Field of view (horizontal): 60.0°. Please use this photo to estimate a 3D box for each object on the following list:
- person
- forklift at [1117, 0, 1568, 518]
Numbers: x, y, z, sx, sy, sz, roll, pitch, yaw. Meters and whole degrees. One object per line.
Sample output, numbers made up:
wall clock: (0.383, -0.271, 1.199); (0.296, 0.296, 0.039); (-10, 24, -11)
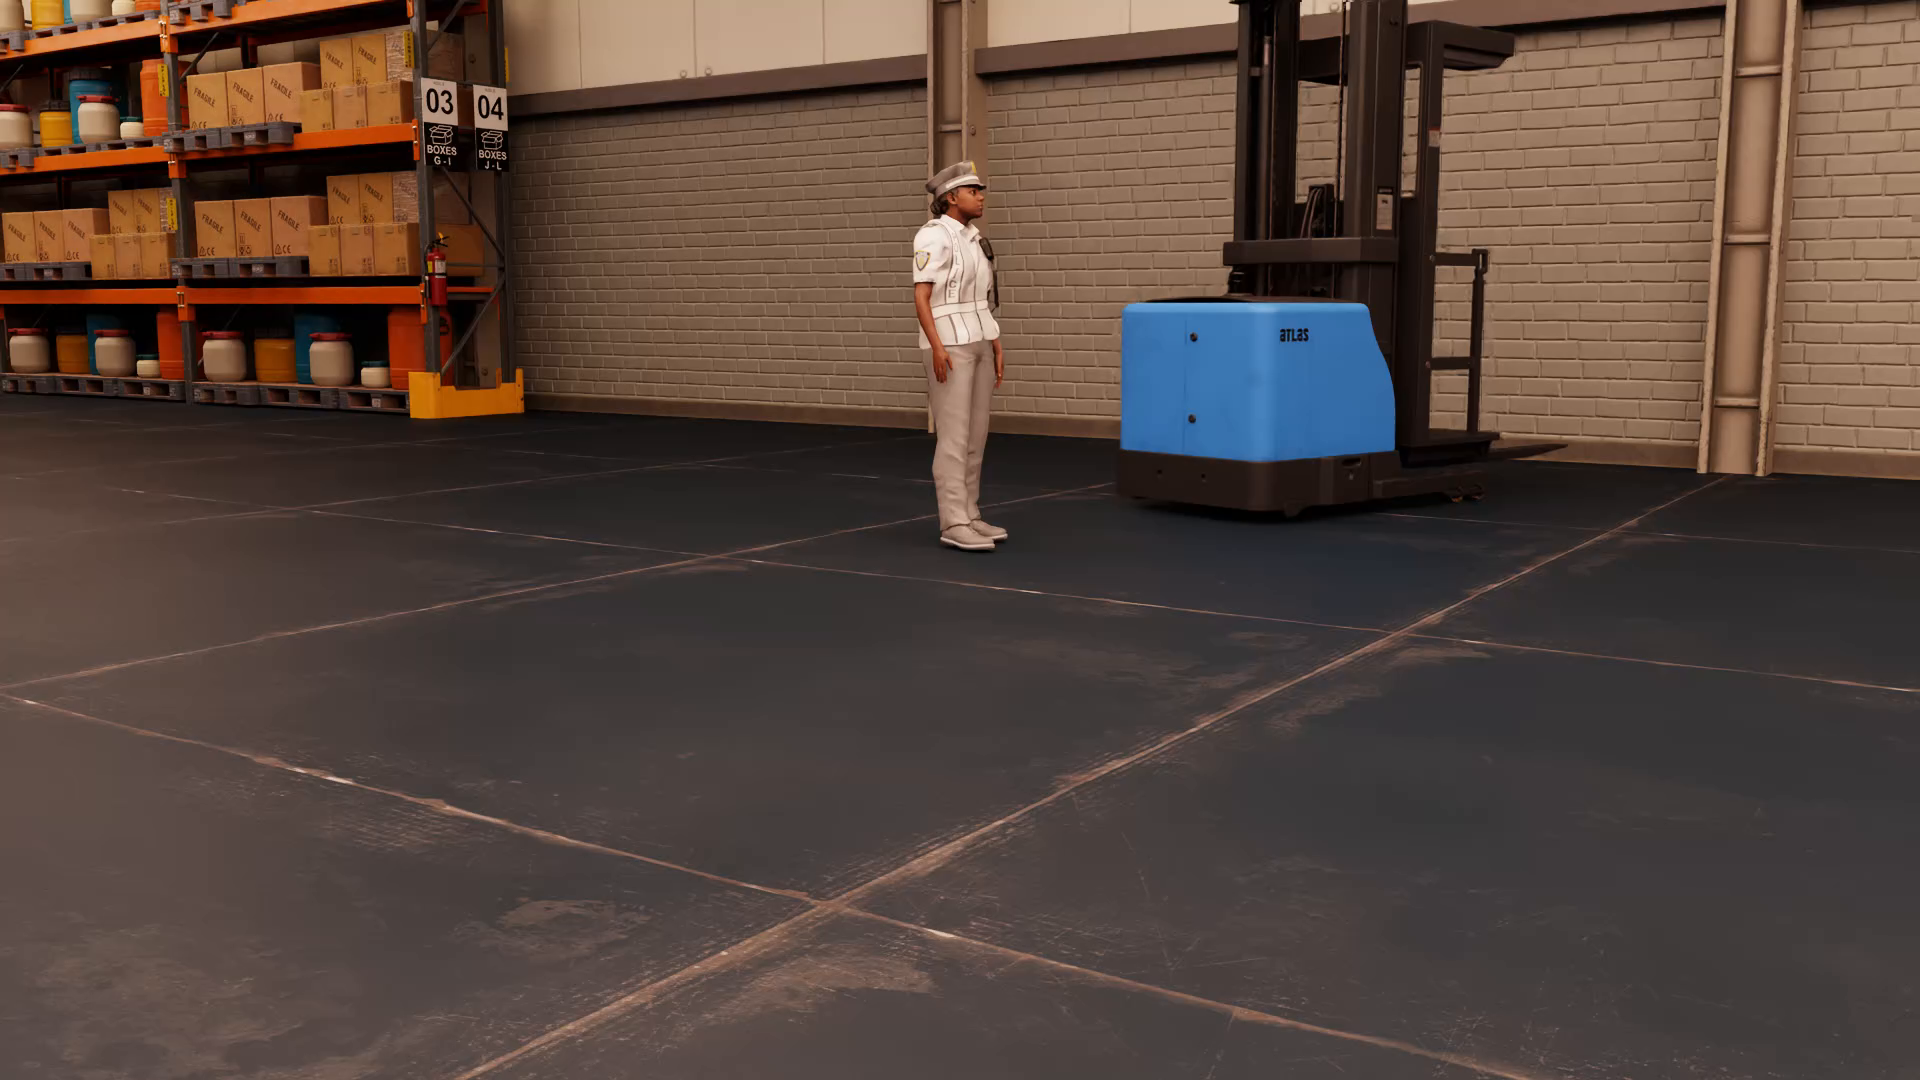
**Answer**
person: (0.051, -0.838, 7.426); (0.530, 1.695, 0.570); (5, 10, 34)
forklift: (2.293, -1.704, 9.178); (3.031, 2.935, 1.130); (-7, 10, -39)
